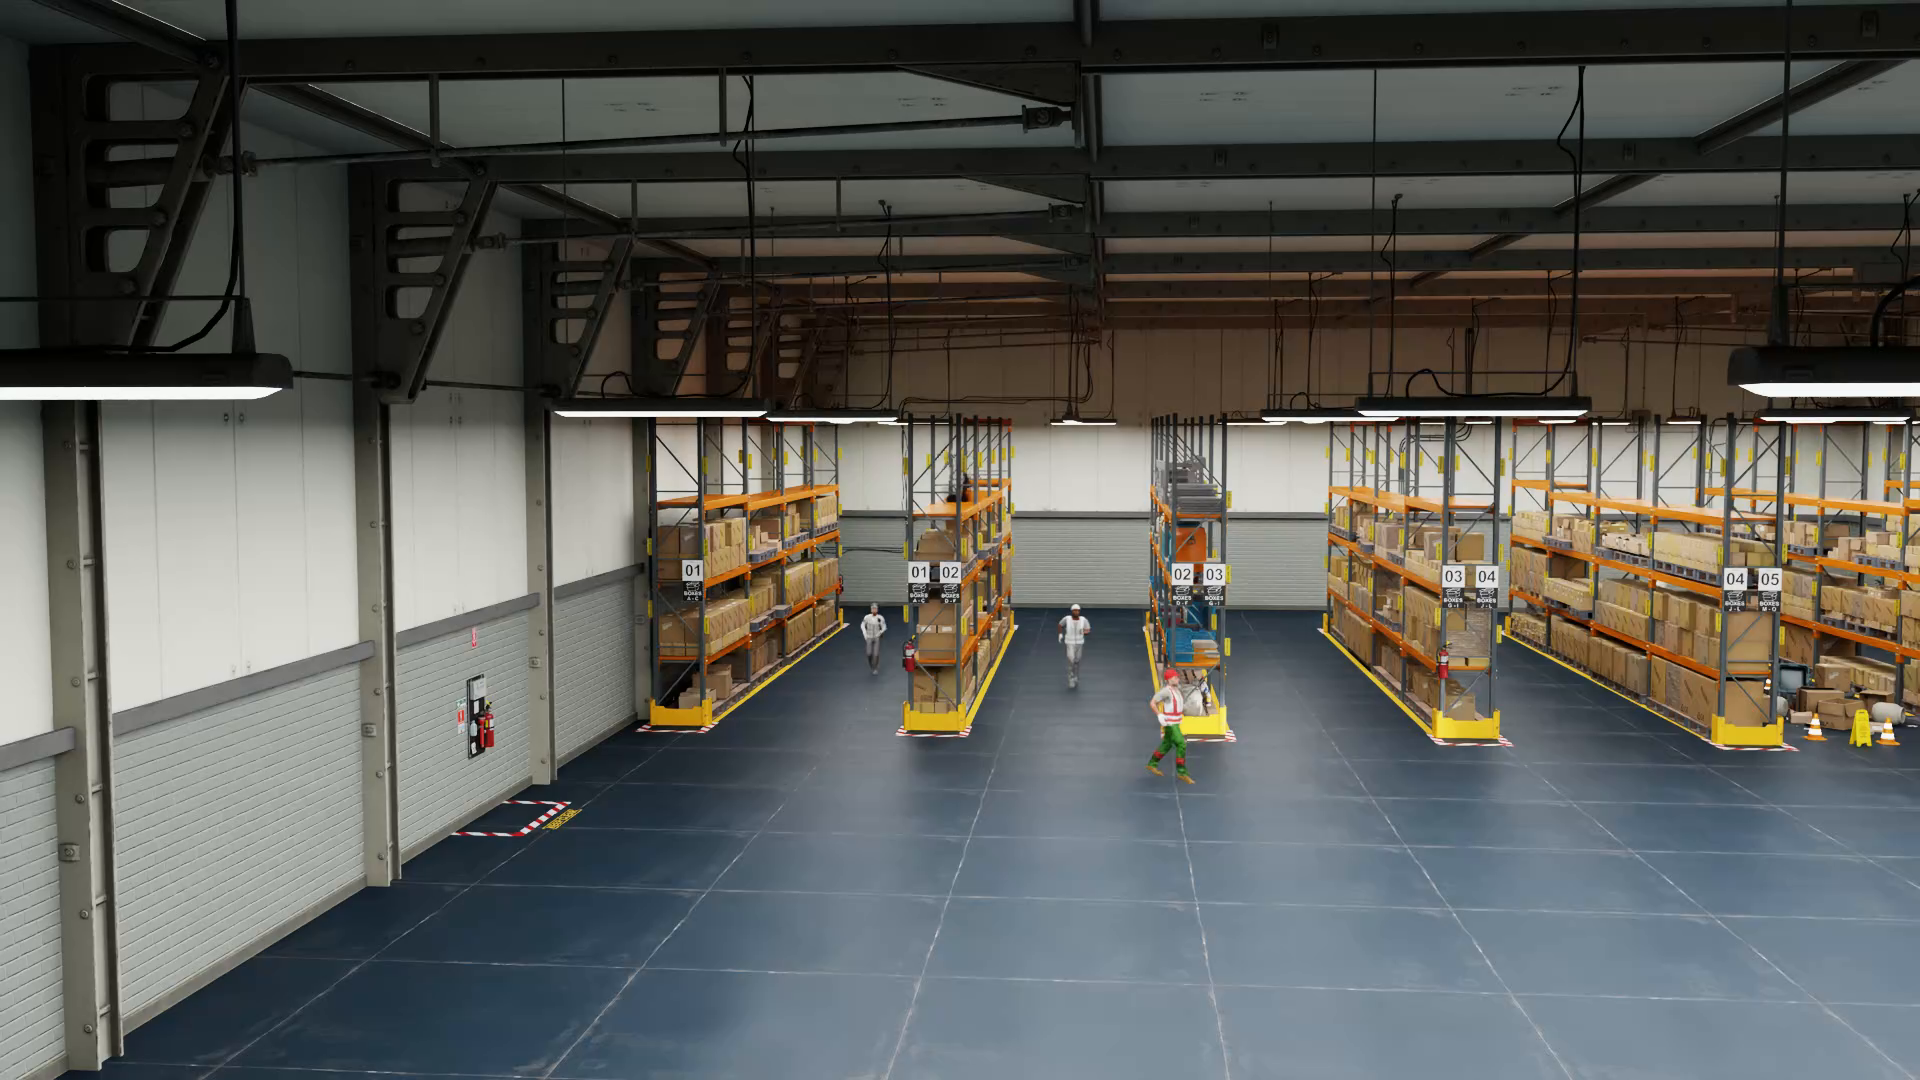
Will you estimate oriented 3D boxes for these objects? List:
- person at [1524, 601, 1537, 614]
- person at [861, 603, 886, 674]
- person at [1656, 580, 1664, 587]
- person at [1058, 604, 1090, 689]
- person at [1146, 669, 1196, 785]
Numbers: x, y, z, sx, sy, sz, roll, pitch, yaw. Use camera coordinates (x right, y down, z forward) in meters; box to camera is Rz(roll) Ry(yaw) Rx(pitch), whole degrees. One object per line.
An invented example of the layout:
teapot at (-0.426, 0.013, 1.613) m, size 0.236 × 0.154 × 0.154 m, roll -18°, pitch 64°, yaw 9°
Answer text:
person at (16.331, 1.735, 47.416) m, size 0.587 × 1.655 × 0.720 m, roll 3°, pitch 5°, yaw 39°
person at (-2.011, 2.292, 38.619) m, size 0.596 × 1.676 × 0.509 m, roll 0°, pitch 4°, yaw -2°
person at (19.762, 1.697, 47.116) m, size 0.606 × 1.724 × 0.741 m, roll 1°, pitch 4°, yaw 9°
person at (2.550, 2.335, 36.932) m, size 0.687 × 1.831 × 0.790 m, roll -1°, pitch 4°, yaw -8°
person at (3.414, 3.000, 26.892) m, size 0.872 × 1.829 × 0.652 m, roll 2°, pitch 4°, yaw 23°
